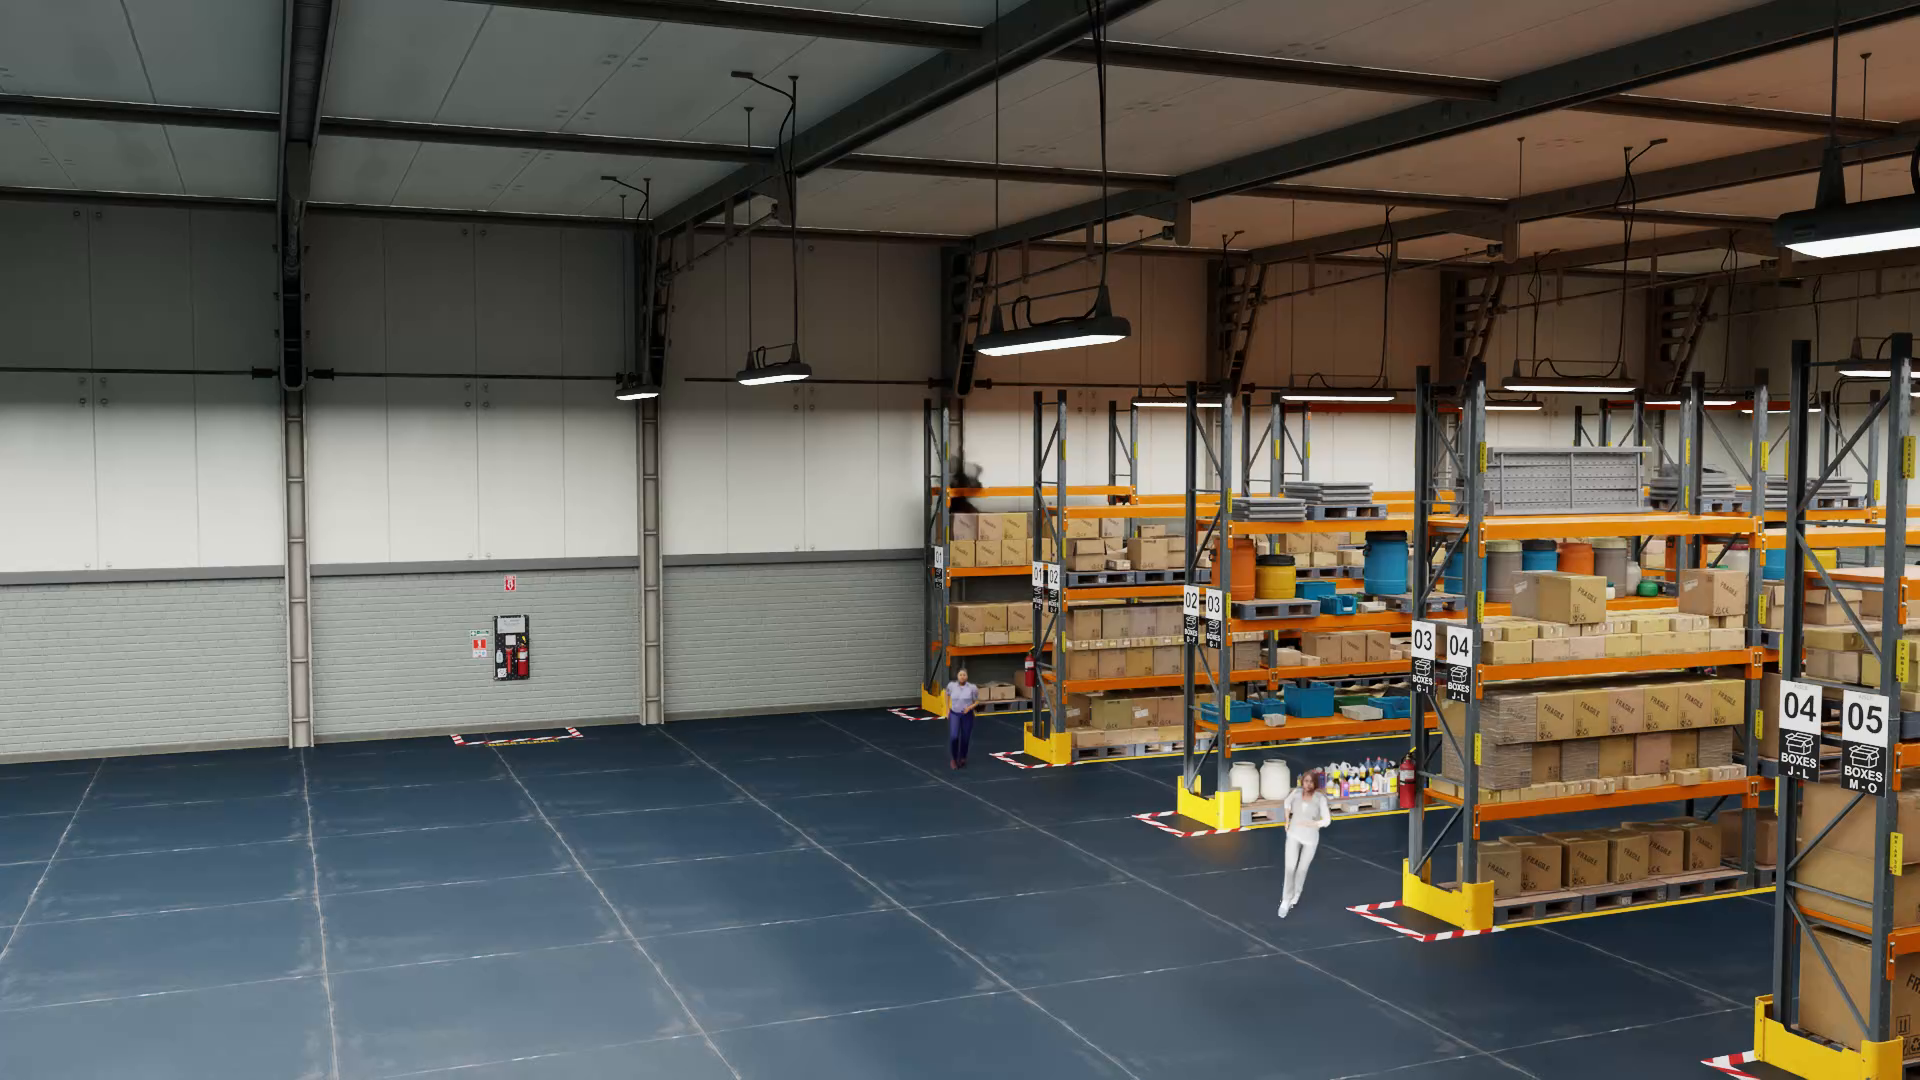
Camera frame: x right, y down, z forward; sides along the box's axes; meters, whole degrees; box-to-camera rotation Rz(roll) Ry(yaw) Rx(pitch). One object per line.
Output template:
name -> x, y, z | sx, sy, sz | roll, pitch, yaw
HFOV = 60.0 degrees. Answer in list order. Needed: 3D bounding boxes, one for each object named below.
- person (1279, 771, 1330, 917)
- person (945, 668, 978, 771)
person -> 3.782, 3.297, 18.208 | 0.538, 1.600, 0.671 | 1, 3, 15
person -> 0.025, 2.816, 26.236 | 0.520, 1.627, 0.774 | 0, 3, -4
